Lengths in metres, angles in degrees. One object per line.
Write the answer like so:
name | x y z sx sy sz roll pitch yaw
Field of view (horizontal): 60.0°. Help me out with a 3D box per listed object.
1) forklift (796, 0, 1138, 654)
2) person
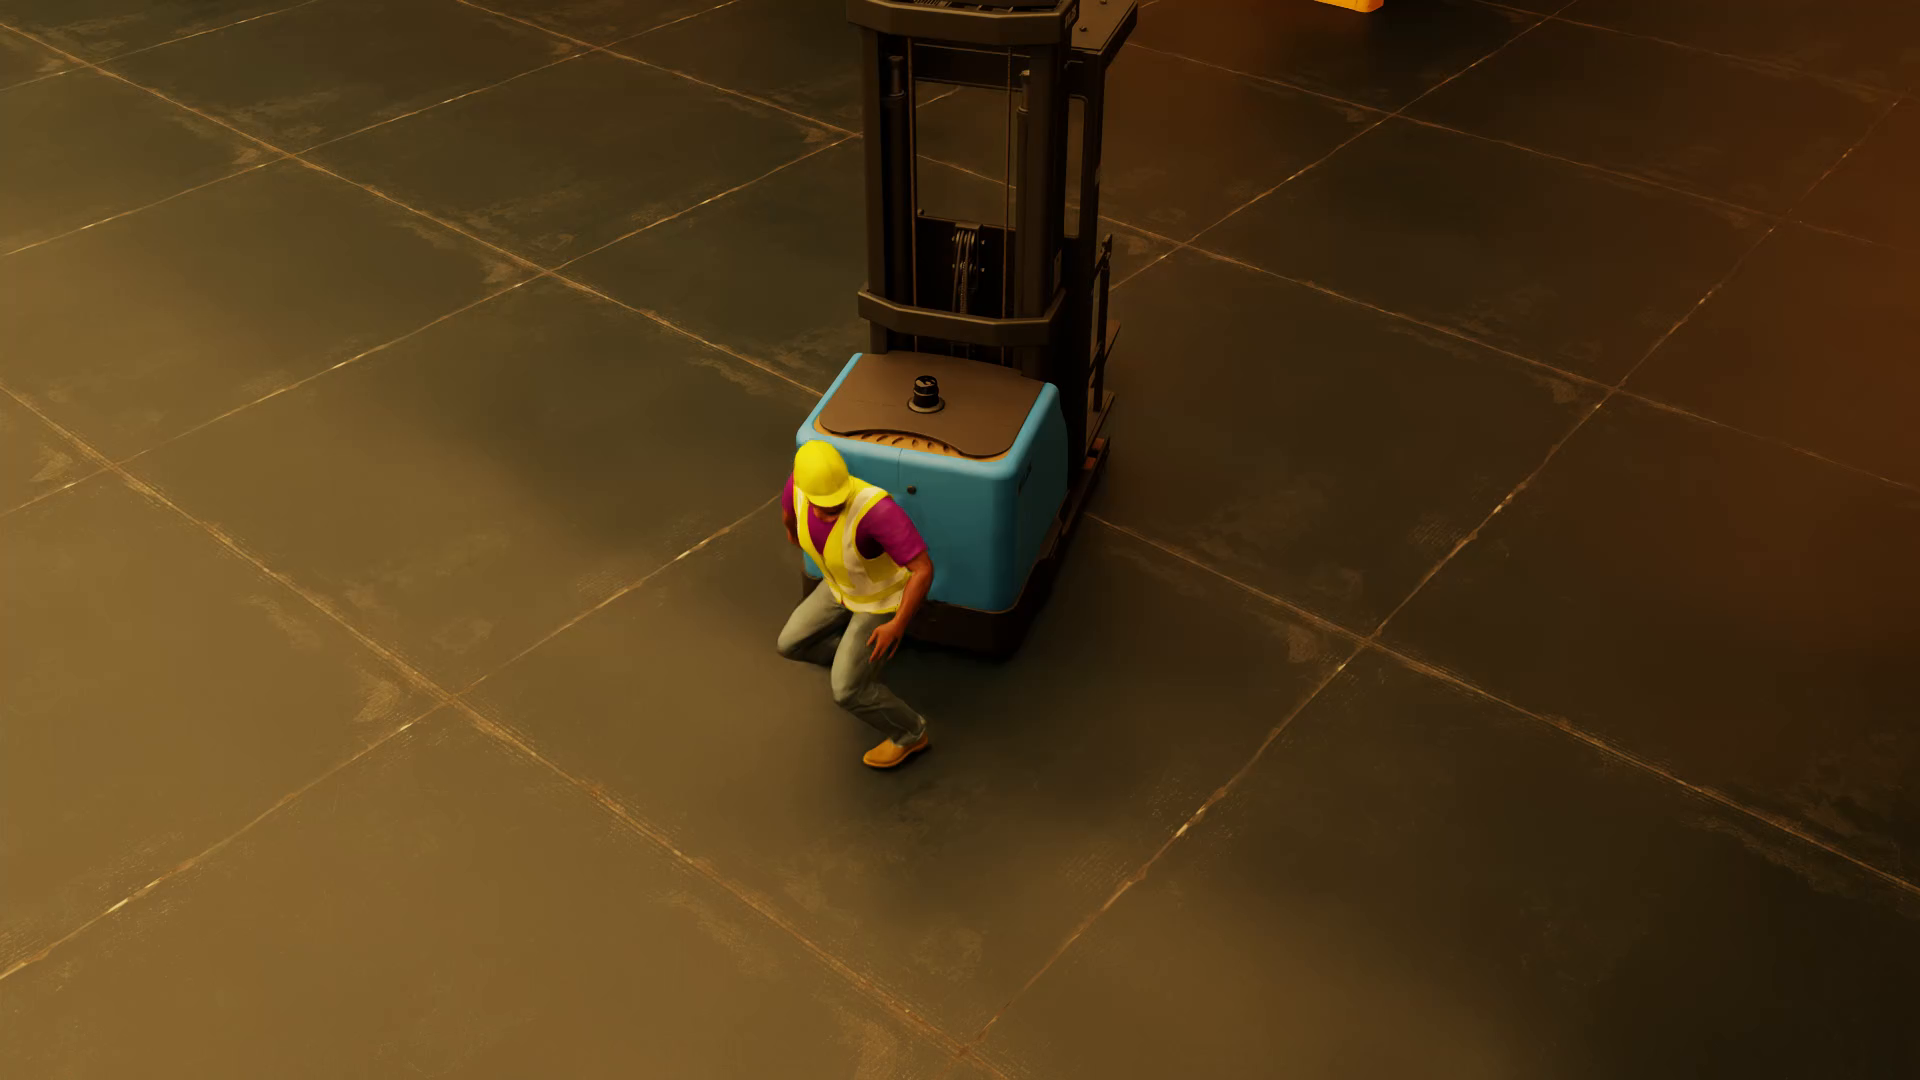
forklift | 0.182 -1.527 8.118 1.130 2.935 3.031 10 37 14
person | -0.484 0.205 6.935 0.507 1.641 1.042 -26 43 -31
